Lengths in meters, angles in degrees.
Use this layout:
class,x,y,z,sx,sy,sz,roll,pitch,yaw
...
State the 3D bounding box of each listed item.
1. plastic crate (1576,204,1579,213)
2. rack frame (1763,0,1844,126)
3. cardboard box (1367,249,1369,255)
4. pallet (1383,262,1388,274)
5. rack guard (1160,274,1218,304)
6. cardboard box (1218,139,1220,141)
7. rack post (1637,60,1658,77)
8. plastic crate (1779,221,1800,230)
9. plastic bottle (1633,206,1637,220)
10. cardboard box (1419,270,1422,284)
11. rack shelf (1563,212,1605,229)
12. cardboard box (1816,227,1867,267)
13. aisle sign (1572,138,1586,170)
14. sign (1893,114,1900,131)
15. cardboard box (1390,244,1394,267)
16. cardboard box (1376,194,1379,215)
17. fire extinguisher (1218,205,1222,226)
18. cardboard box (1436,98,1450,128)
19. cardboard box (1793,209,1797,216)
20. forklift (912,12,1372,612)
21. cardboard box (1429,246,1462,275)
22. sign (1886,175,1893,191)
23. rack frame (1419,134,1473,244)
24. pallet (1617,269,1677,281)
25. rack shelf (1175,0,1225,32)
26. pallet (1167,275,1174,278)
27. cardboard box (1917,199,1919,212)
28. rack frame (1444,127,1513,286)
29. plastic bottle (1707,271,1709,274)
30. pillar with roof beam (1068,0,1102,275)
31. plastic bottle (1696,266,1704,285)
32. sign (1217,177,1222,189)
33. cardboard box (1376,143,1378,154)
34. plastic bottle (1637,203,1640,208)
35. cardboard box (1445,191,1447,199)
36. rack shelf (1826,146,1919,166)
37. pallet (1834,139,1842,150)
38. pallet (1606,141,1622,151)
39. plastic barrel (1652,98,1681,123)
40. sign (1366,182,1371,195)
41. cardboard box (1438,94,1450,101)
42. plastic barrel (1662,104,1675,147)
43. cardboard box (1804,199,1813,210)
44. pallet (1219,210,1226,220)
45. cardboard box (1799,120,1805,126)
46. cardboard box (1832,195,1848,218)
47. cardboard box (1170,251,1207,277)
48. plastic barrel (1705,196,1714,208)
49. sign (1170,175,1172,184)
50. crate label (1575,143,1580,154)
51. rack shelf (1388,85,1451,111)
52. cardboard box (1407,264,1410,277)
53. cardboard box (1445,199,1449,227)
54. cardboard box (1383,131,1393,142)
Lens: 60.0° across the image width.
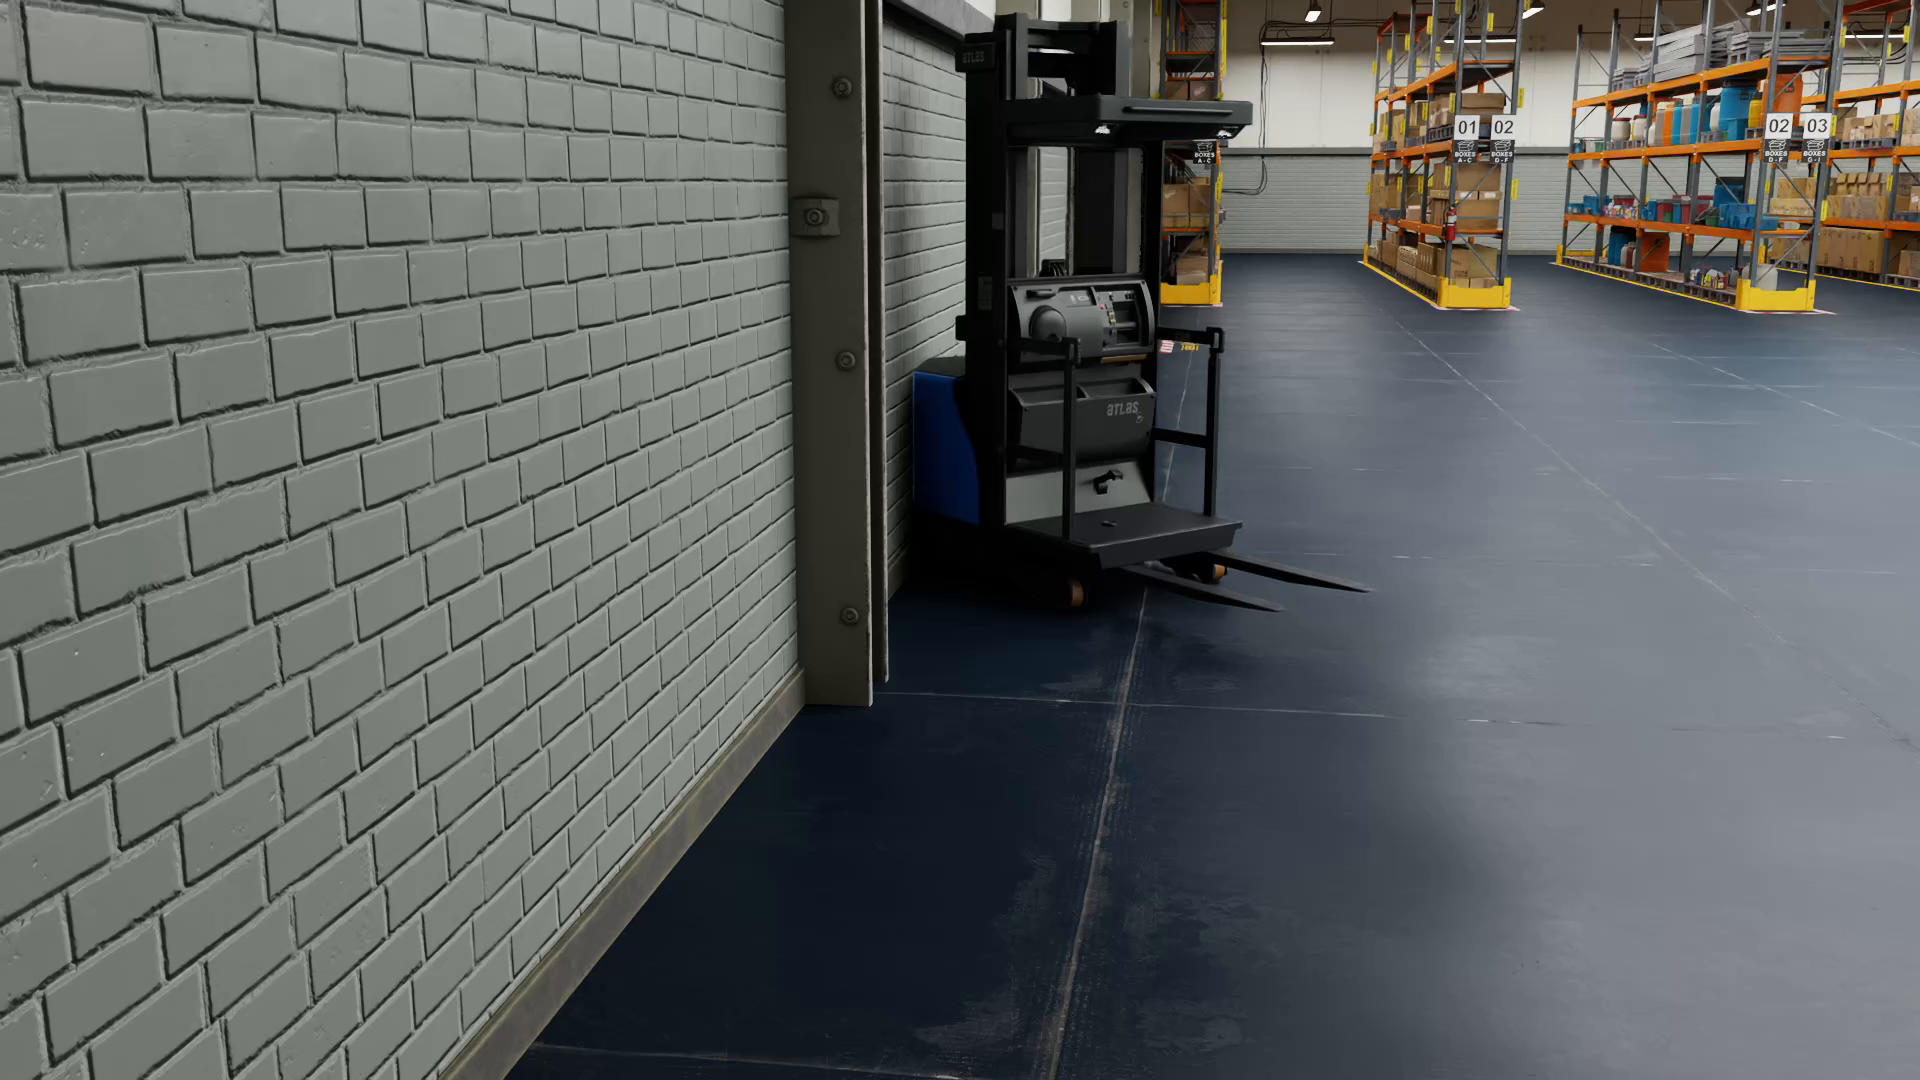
class,x,y,z,sx,sy,sz,roll,pitch,yaw
plastic crate,15.630,-8.294,41.613,0.416,0.233,0.300,2,12,9
rack frame,13.735,-8.263,26.976,1.000,3.000,0.127,2,12,9
cardboard box,10.860,-7.524,43.469,0.380,0.166,0.250,2,12,9
pallet,10.599,-6.456,39.450,1.003,0.211,1.213,2,12,9
rack guard,3.958,-4.445,29.434,1.175,0.500,0.348,2,12,9
cardboard box,4.363,-7.349,29.568,0.500,0.500,0.500,3,12,12
rack post,15.037,-10.044,35.418,0.954,0.300,0.937,2,12,9
plastic crate,14.191,-5.378,28.452,0.298,0.136,0.250,2,12,9
plastic bottle,14.642,-7.085,36.026,0.061,0.283,0.133,2,12,9
cardboard box,9.004,-4.995,31.581,0.500,0.250,0.500,2,12,9
rack shelf,15.889,-7.893,41.207,1.077,0.370,4.000,2,12,9
cardboard box,20.396,-6.701,38.013,1.225,0.875,0.875,2,12,9
aisle sign,15.914,-9.957,42.903,0.394,0.787,0.004,2,12,9
sign,19.313,-8.613,34.303,0.100,0.325,0.005,2,12,9
cardboard box,10.064,-6.460,37.739,0.500,0.500,0.500,1,12,7
cardboard box,10.665,-8.365,41.453,0.500,0.500,0.500,2,12,10
fire extinguisher,6.886,-8.779,44.676,0.296,0.674,0.183,2,12,9
cardboard box,9.079,-7.776,30.263,0.797,0.503,0.637,3,13,15
cardboard box,20.436,-7.940,40.312,0.380,0.149,0.250,2,12,10
forklift,0.779,-1.196,8.584,1.130,2.935,3.031,-9,15,-36
cardboard box,8.769,-5.050,30.054,0.500,0.500,0.500,2,12,9
sign,19.311,-7.419,34.549,0.100,0.325,0.005,2,12,9
rack frame,9.457,-6.325,32.220,1.000,3.000,0.127,2,12,9
pallet,15.046,-5.798,36.397,1.003,0.211,1.213,2,12,9
rack shelf,5.484,-11.939,37.851,1.077,0.370,4.000,2,12,9
pallet,4.680,-5.283,34.007,1.003,0.211,1.213,2,12,9
cardboard box,19.375,-6.626,32.978,0.500,0.250,0.500,2,12,7
rack frame,8.842,-5.492,28.356,1.000,3.000,0.127,2,12,9
plastic bottle,13.802,-4.819,30.666,0.097,0.271,0.097,0,12,0
pillar with roof beam,5.607,-6.121,17.033,9.100,9.000,0.400,2,12,9
plastic bottle,13.816,-4.929,30.987,0.144,0.351,0.185,2,12,10
sign,5.714,-7.829,36.639,0.100,0.325,0.005,2,12,9
cardboard box,10.807,-9.909,42.089,0.500,0.250,0.500,2,12,9
plastic bottle,15.592,-7.569,38.111,0.144,0.351,0.185,2,12,9
cardboard box,8.871,-6.158,29.672,0.380,0.149,0.250,2,12,10
rack shelf,20.167,-8.366,36.283,1.077,0.370,4.000,2,12,9
pallet,20.611,-9.261,38.937,1.003,0.211,1.213,2,12,9
pallet,15.557,-9.036,38.131,1.213,0.211,1.003,2,12,9
plastic barrel,15.056,-8.996,35.478,0.600,0.830,0.708,2,12,9
sign,10.766,-9.263,43.802,0.100,0.325,0.005,2,12,9
cardboard box,9.591,-8.417,32.387,0.500,0.500,0.500,2,12,9
plastic barrel,14.524,-8.372,33.582,0.600,0.830,0.708,2,12,9
cardboard box,20.361,-7.948,39.405,0.500,0.250,0.500,2,12,10
pallet,5.172,-7.071,36.141,1.213,0.211,1.003,2,12,9
cardboard box,20.826,-9.938,40.395,0.700,0.500,0.500,1,12,5
cardboard box,20.081,-7.525,37.552,0.500,0.500,0.500,2,12,9
cardboard box,4.658,-5.631,33.892,0.700,0.500,0.500,2,12,11
plastic barrel,14.714,-6.422,32.349,0.433,0.535,0.433,0,12,0
sign,4.628,-7.900,36.783,0.100,0.325,0.005,2,12,9
crate label,15.735,-9.873,41.920,0.408,0.251,0.502,2,12,9
rack shelf,10.380,-9.959,37.502,1.077,0.370,4.000,2,12,9
cardboard box,9.392,-5.493,33.892,0.500,0.250,0.500,2,12,10
cardboard box,9.084,-5.850,29.782,0.700,0.500,0.500,2,12,9
cardboard box,10.494,-9.737,40.105,0.500,0.250,0.500,2,12,9
